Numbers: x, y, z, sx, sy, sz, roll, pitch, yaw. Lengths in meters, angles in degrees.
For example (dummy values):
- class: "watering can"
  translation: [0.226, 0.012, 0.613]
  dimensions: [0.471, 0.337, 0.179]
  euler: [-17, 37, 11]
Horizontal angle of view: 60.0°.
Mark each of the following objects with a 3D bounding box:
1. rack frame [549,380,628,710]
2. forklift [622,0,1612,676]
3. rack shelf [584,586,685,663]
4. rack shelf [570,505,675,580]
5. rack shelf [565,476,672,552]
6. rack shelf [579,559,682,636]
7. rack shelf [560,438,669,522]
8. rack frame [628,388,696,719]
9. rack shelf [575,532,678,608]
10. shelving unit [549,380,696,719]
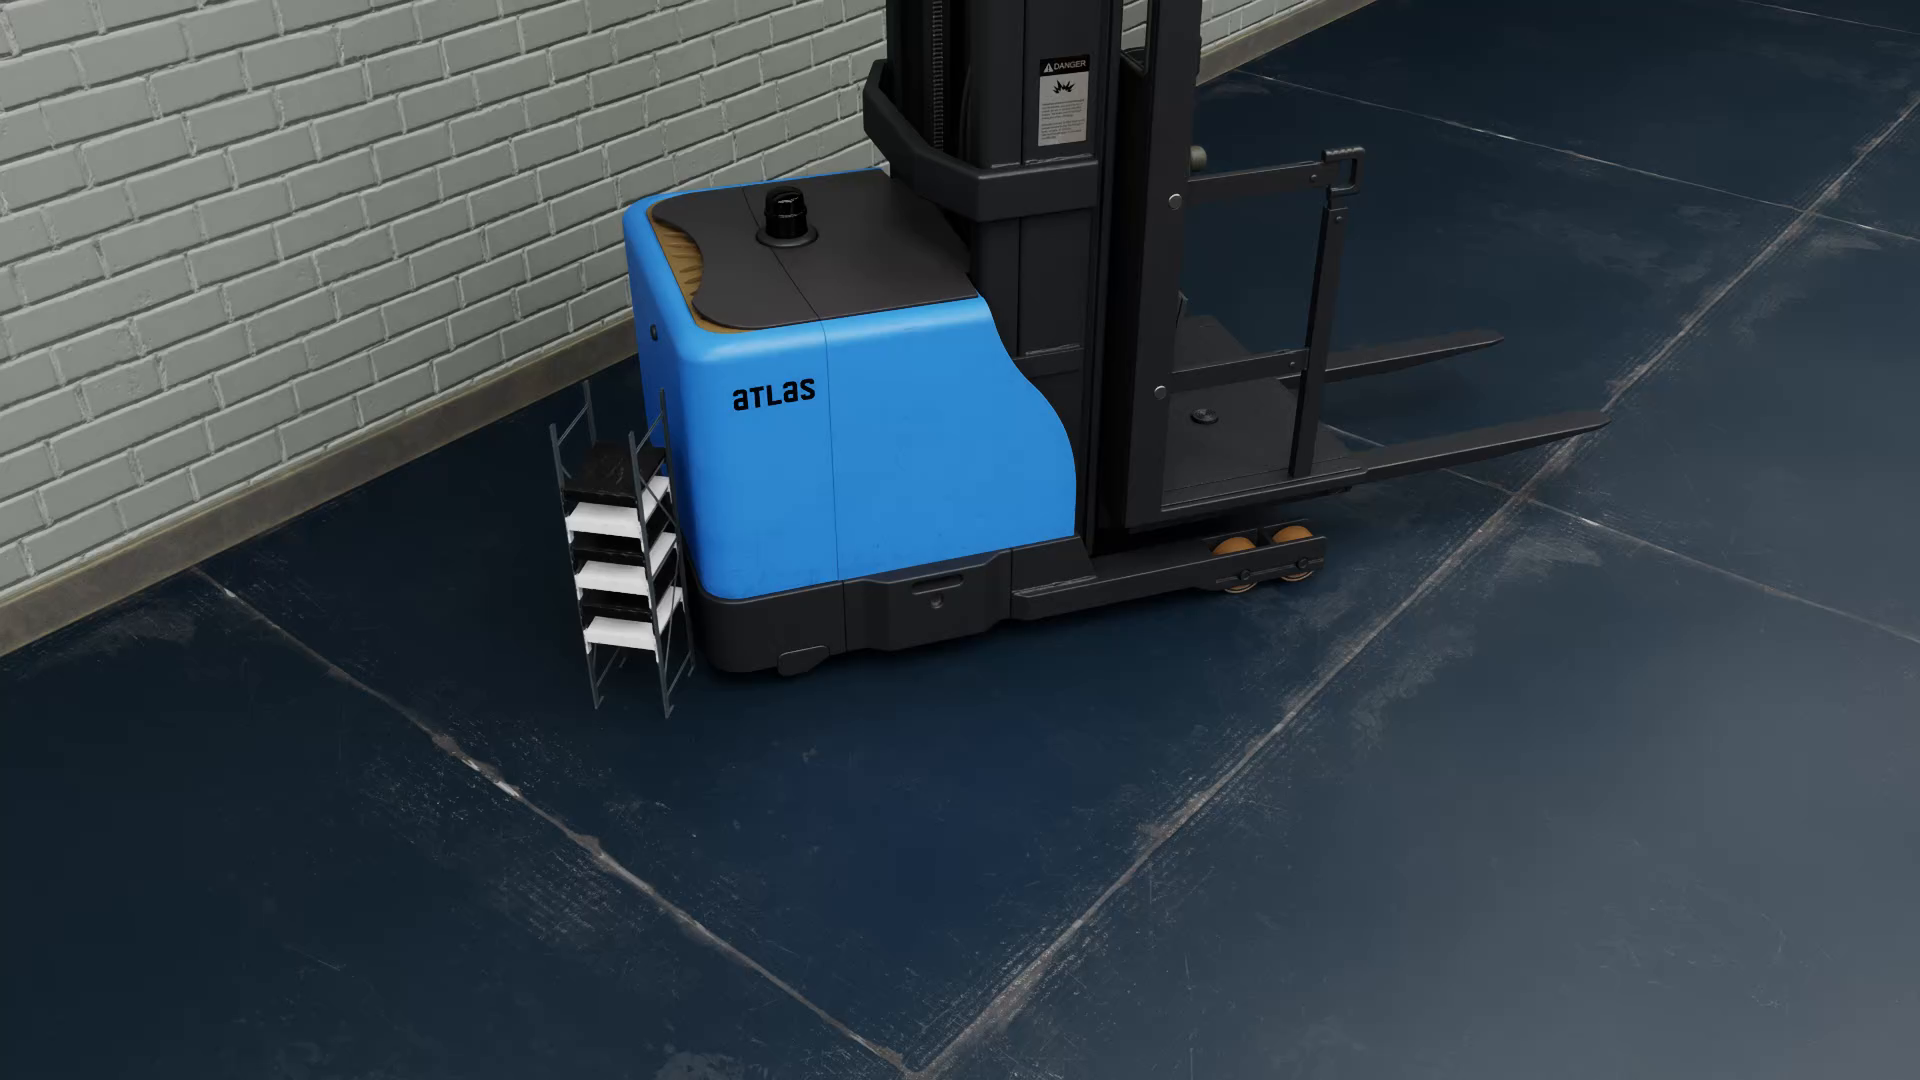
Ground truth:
- class: "rack frame"
  translation: [-0.977, 0.028, 4.414]
  dimensions: [0.006, 0.900, 0.240]
  euler: [6, 35, 9]
- class: "forklift"
  translation: [0.590, -1.321, 4.584]
  dimensions: [3.031, 2.935, 1.130]
  euler: [-11, 36, -15]
- class: "rack shelf"
  translation: [-0.878, 0.215, 4.518]
  dimensions: [0.200, 0.077, 0.258]
  euler: [6, 35, 9]
- class: "rack shelf"
  translation: [-0.878, -0.007, 4.366]
  dimensions: [0.200, 0.077, 0.258]
  euler: [6, 35, 9]
- class: "rack shelf"
  translation: [-0.878, -0.081, 4.315]
  dimensions: [0.200, 0.077, 0.258]
  euler: [6, 35, 9]
- class: "rack shelf"
  translation: [-0.878, 0.141, 4.467]
  dimensions: [0.200, 0.077, 0.258]
  euler: [6, 35, 9]
- class: "rack shelf"
  translation: [-0.878, -0.156, 4.264]
  dimensions: [0.200, 0.077, 0.258]
  euler: [6, 35, 9]
- class: "rack frame"
  translation: [-0.778, 0.051, 4.381]
  dimensions: [0.006, 0.900, 0.240]
  euler: [6, 35, 9]
- class: "rack shelf"
  translation: [-0.878, 0.067, 4.417]
  dimensions: [0.200, 0.077, 0.258]
  euler: [6, 35, 9]
- class: "shelving unit"
  translation: [-0.878, 0.039, 4.398]
  dimensions: [0.210, 0.900, 0.258]
  euler: [6, 35, 9]
